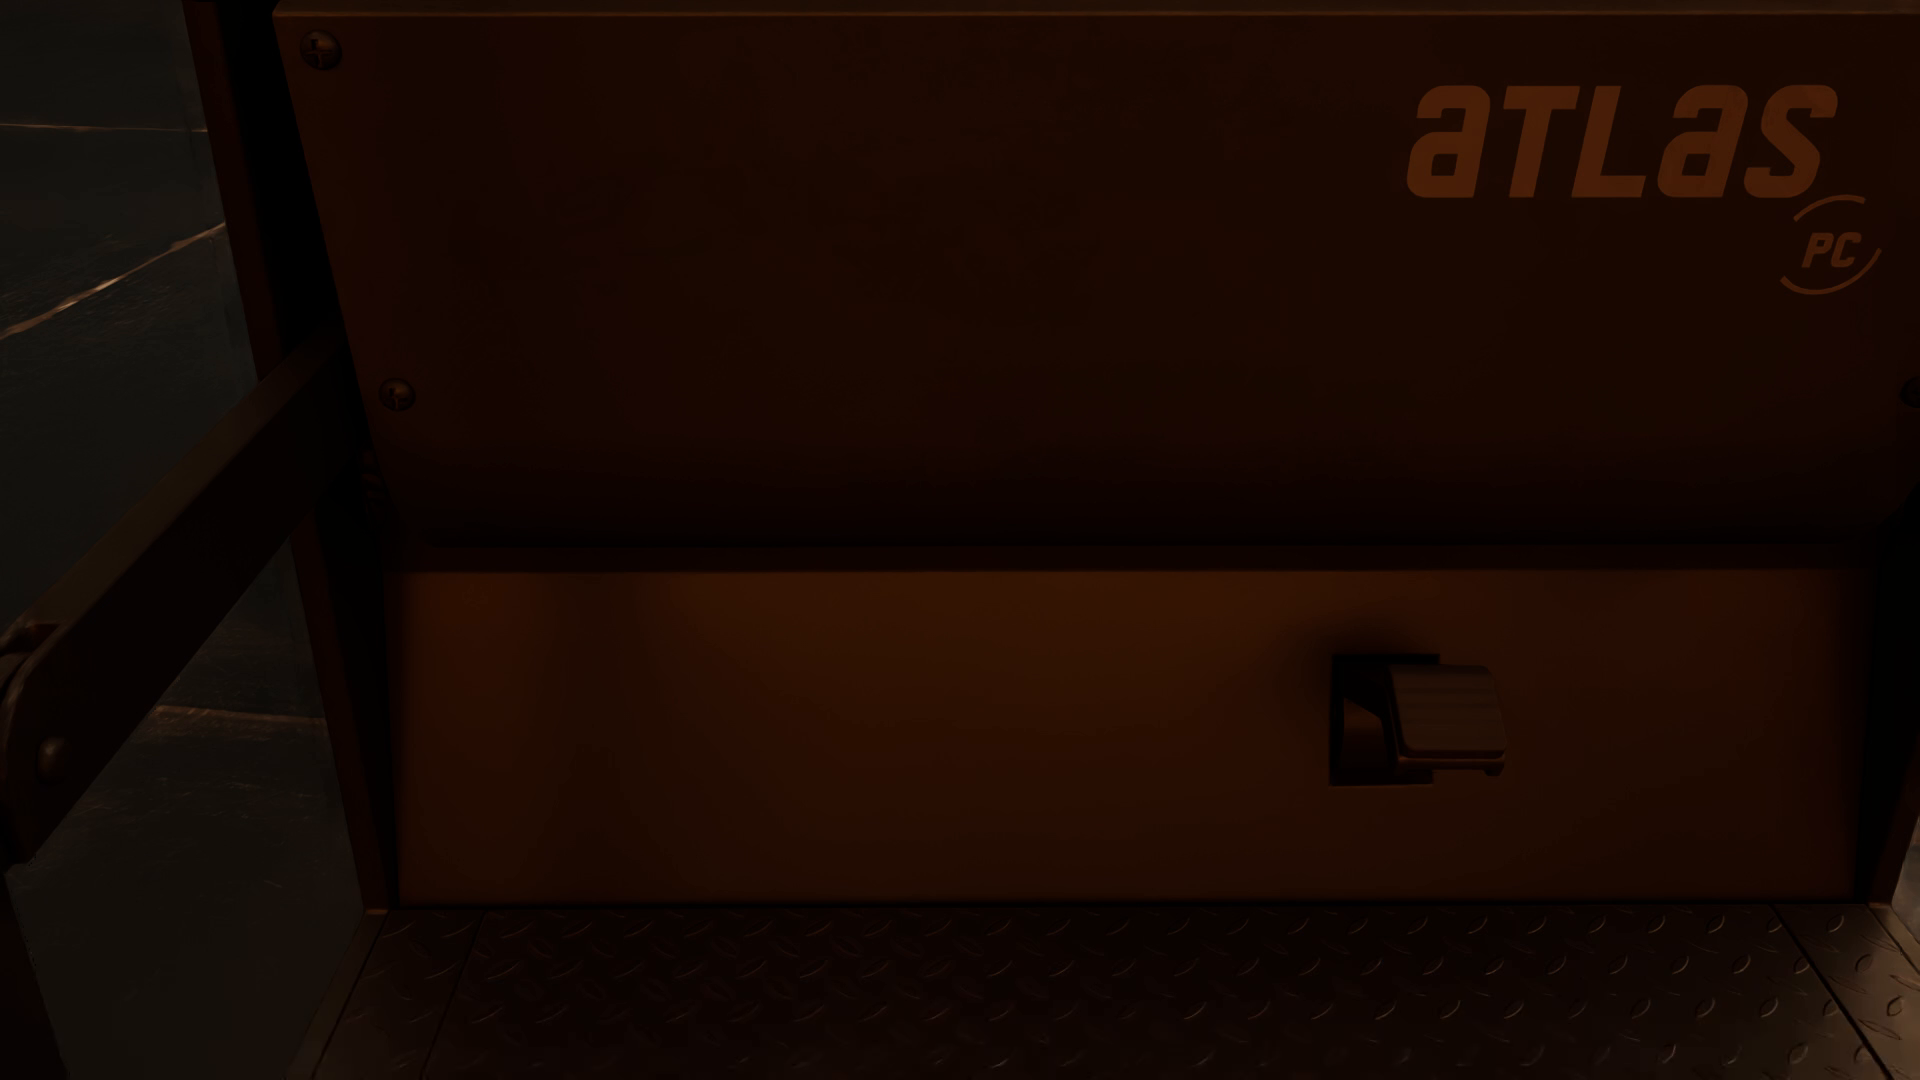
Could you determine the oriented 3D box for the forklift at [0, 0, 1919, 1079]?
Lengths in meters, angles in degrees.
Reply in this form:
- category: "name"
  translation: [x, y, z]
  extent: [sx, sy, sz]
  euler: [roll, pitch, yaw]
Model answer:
- category: "forklift"
  translation: [0.121, -0.641, 0.501]
  extent: [1.130, 2.935, 3.031]
  euler: [0, 27, 0]
